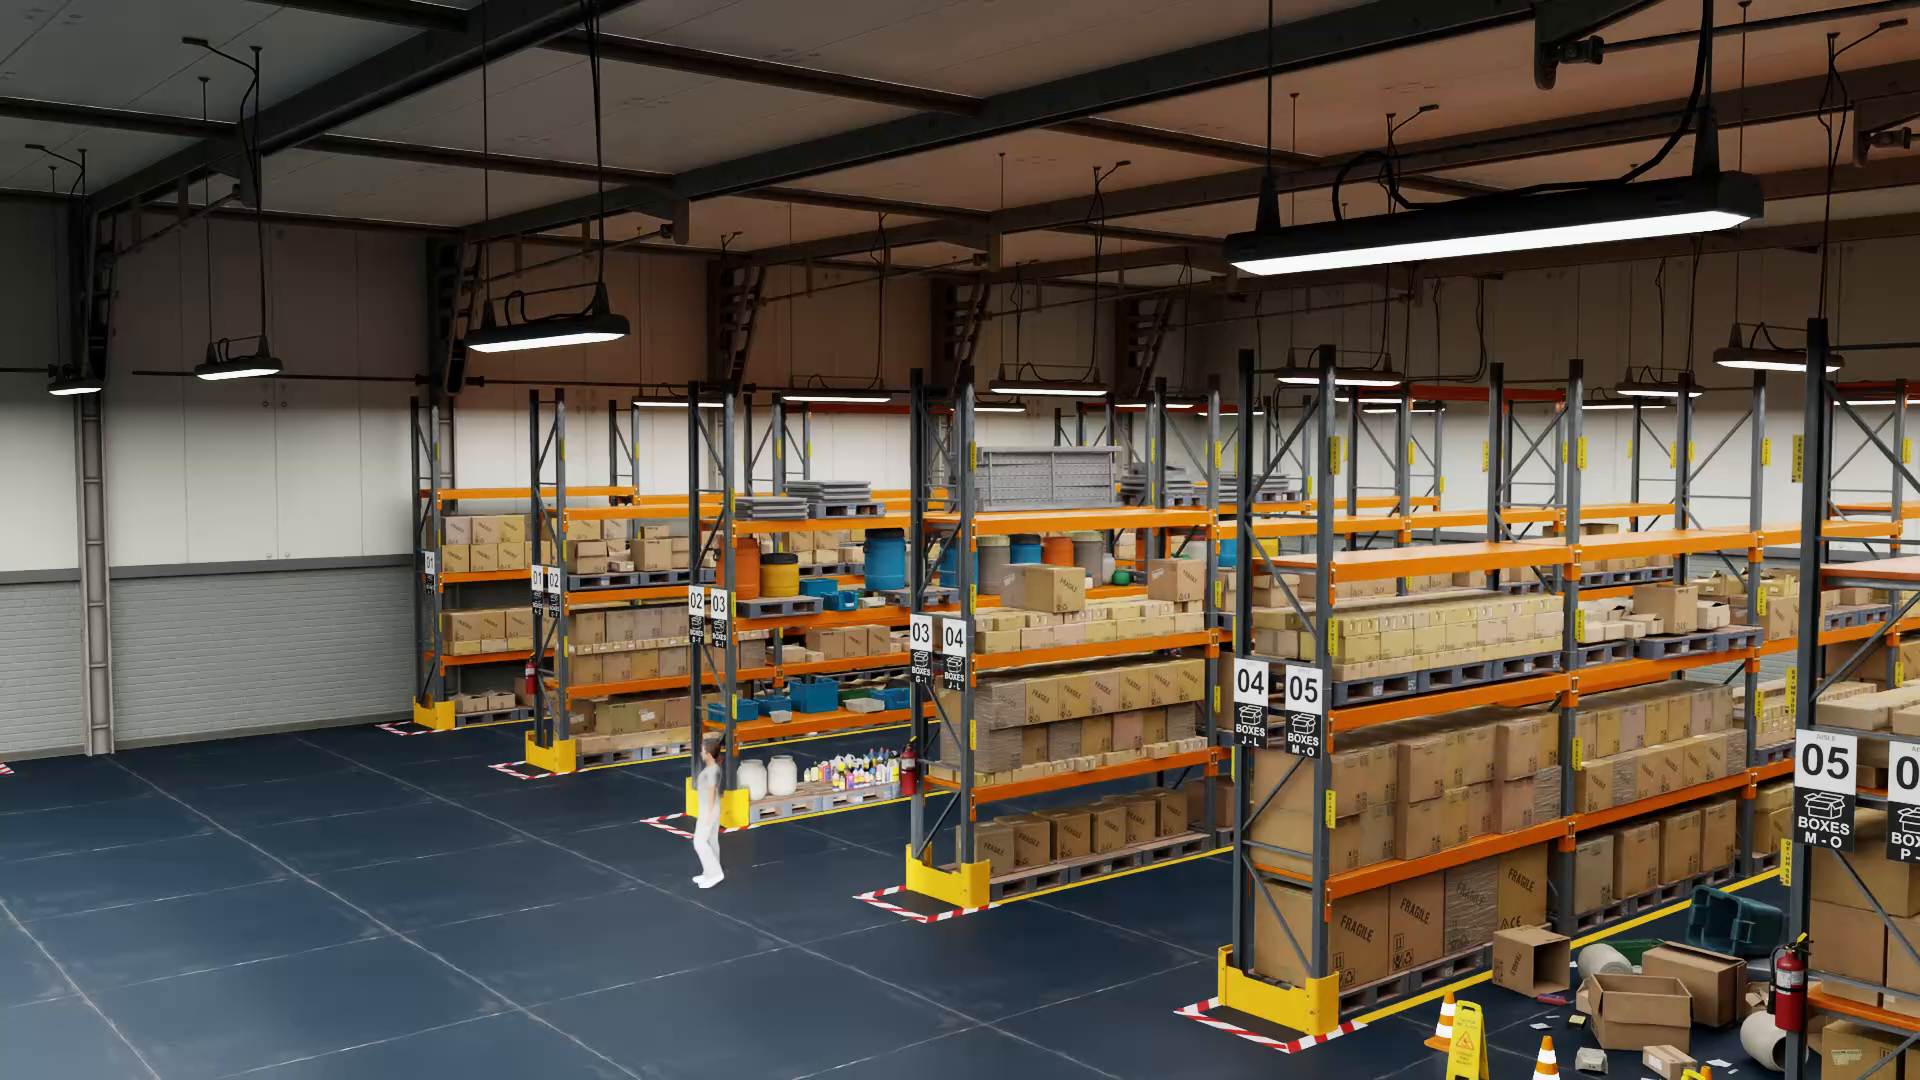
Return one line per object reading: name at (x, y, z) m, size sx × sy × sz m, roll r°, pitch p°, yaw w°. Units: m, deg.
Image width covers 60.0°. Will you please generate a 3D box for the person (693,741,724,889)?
person at (-2.932, 3.182, 19.381) m, size 0.386 × 1.685 × 0.477 m, roll 0°, pitch 3°, yaw -5°
